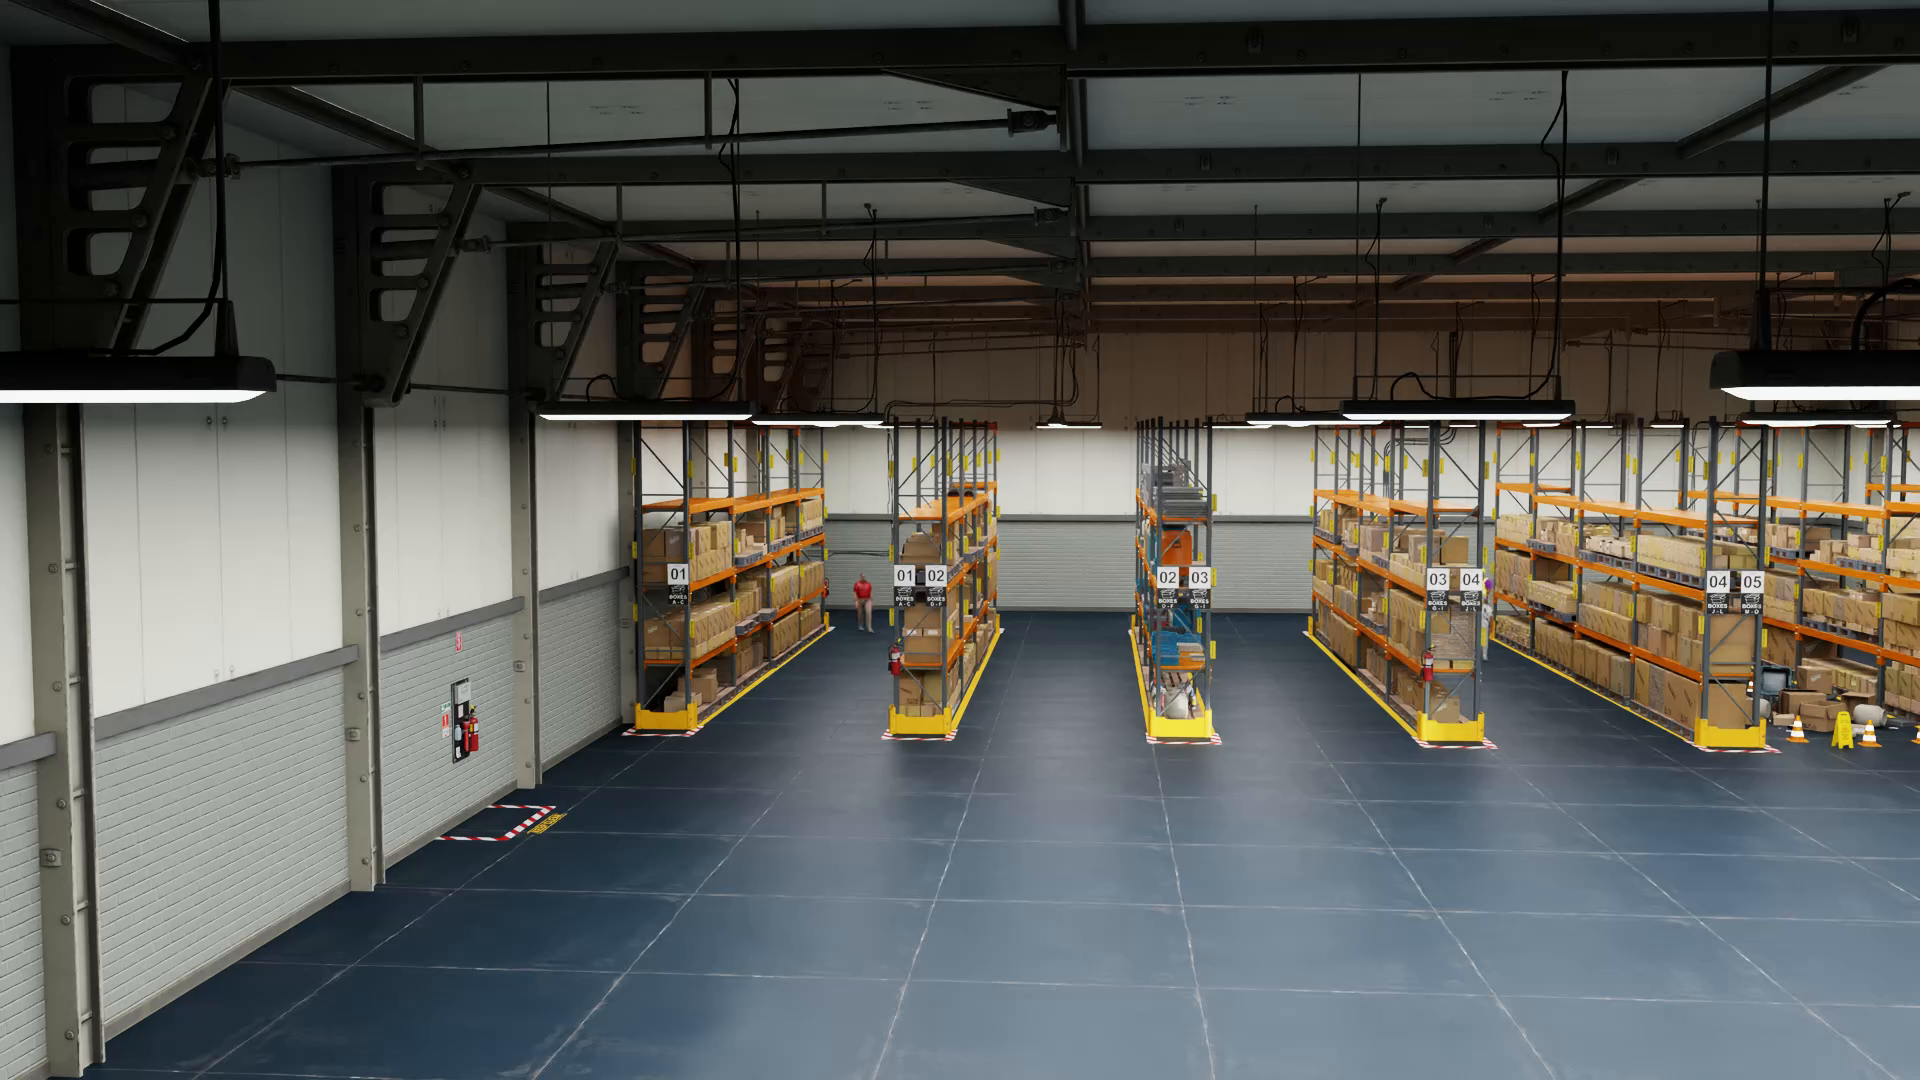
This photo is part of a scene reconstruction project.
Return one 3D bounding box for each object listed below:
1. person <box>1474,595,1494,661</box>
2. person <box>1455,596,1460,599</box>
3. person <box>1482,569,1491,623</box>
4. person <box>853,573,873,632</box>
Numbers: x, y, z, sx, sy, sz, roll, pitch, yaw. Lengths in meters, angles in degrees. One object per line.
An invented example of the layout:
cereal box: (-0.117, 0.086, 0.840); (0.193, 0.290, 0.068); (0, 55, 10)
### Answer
person: (13.086, 2.189, 41.746); (0.580, 1.619, 0.933); (1, 4, 10)
person: (13.653, 1.841, 46.108); (0.520, 1.752, 0.882); (2, 4, 24)
person: (15.231, 1.696, 48.604); (0.561, 1.725, 1.060); (2, 4, 33)
person: (-2.744, 1.774, 47.402); (0.597, 1.663, 1.000); (-1, 4, -9)
